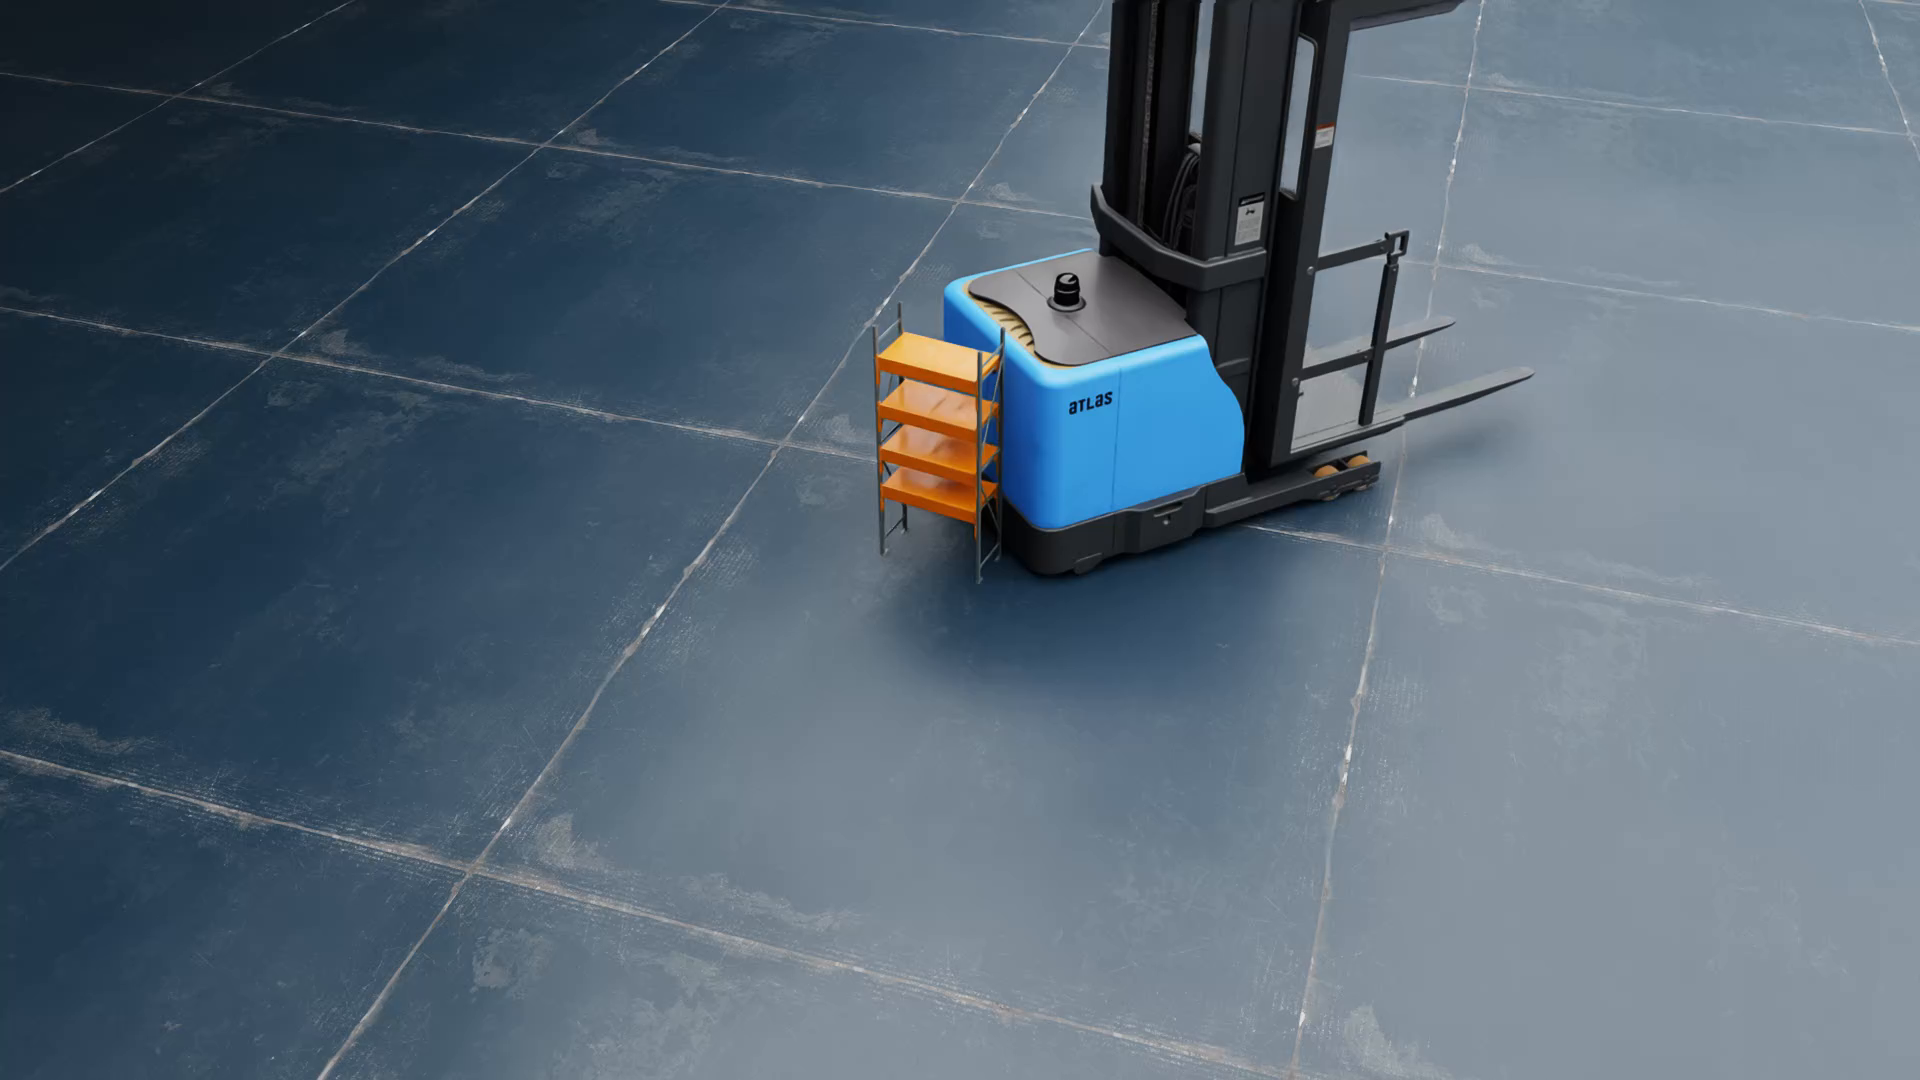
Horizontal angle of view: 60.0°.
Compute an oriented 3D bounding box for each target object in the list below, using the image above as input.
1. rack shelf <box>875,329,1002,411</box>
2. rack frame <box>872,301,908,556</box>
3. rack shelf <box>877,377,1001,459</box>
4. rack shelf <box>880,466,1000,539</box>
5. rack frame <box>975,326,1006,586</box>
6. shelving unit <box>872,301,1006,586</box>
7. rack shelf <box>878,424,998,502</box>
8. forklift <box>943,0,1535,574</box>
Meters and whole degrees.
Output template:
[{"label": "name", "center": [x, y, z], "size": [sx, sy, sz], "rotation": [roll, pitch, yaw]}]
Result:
[{"label": "rack shelf", "center": [-0.088, -0.725, 7.059], "size": [0.480, 0.148, 0.258], "rotation": [17, 39, 21]}, {"label": "rack frame", "center": [-0.306, -0.473, 7.380], "size": [0.015, 1.200, 0.240], "rotation": [17, 39, 21]}, {"label": "rack shelf", "center": [-0.088, -0.534, 7.199], "size": [0.480, 0.148, 0.258], "rotation": [17, 39, 21]}, {"label": "rack shelf", "center": [-0.088, -0.194, 7.450], "size": [0.480, 0.148, 0.258], "rotation": [17, 39, 21]}, {"label": "rack frame", "center": [0.130, -0.343, 7.204], "size": [0.015, 1.200, 0.240], "rotation": [17, 39, 21]}, {"label": "shelving unit", "center": [-0.088, -0.408, 7.292], "size": [0.503, 1.200, 0.258], "rotation": [17, 39, 21]}, {"label": "rack shelf", "center": [-0.088, -0.354, 7.332], "size": [0.480, 0.148, 0.258], "rotation": [17, 39, 21]}, {"label": "forklift", "center": [1.461, -1.631, 7.494], "size": [3.031, 2.935, 1.130], "rotation": [-17, 40, -21]}]
